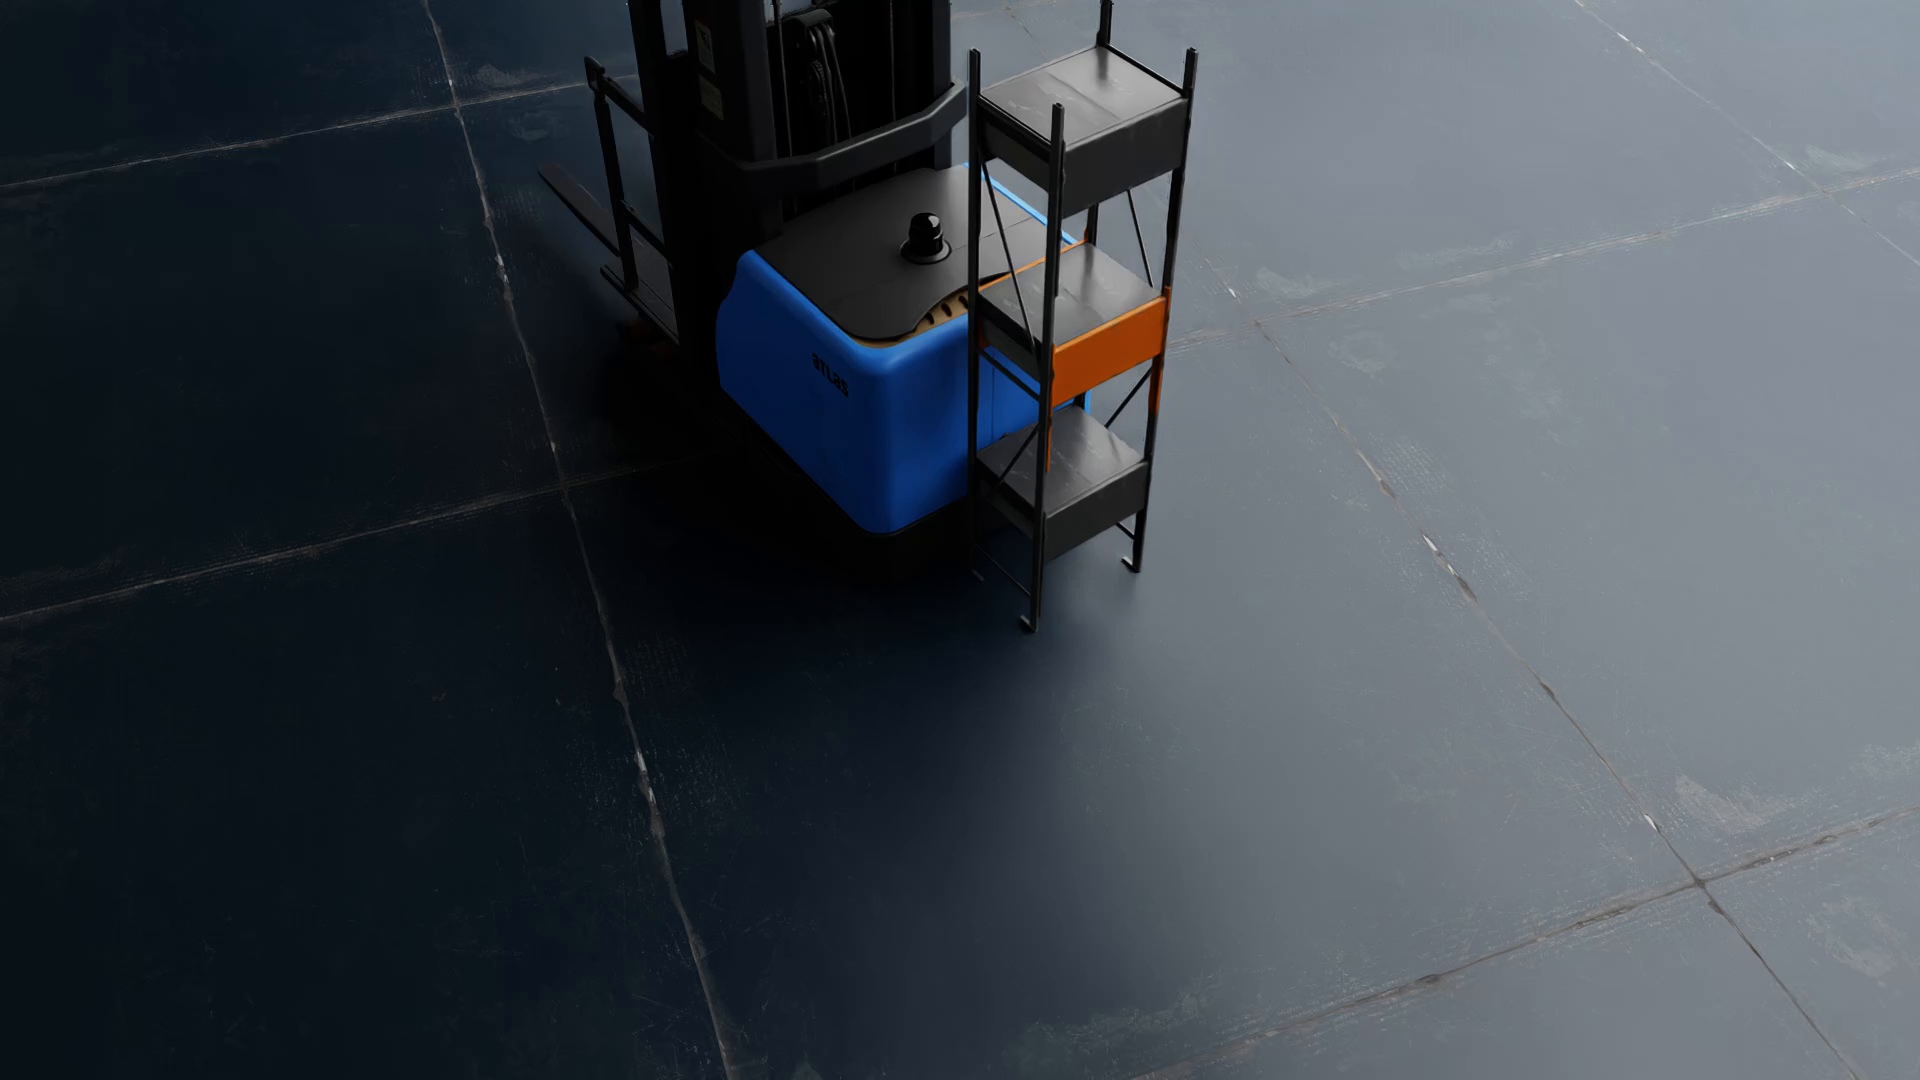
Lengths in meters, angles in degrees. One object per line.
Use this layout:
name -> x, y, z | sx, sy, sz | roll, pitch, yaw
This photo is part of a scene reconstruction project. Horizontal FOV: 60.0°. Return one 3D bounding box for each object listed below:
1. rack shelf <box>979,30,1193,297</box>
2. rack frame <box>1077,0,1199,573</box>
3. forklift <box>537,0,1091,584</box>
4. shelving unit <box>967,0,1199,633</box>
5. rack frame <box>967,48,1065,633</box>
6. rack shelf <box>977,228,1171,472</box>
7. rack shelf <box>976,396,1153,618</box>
rack shelf -> 0.347, -1.114, 4.909 | 0.480, 0.518, 0.431 | -28, 52, -25
rack frame -> 0.541, -0.734, 5.499 | 0.015, 2.100, 0.400 | -28, 52, -25
forklift -> -0.780, -1.878, 6.052 | 1.130, 2.935, 3.031 | -28, 51, -25
shelving unit -> 0.347, -0.629, 5.395 | 0.503, 2.100, 0.431 | -28, 52, -25
rack frame -> 0.153, -0.524, 5.290 | 0.015, 2.100, 0.400 | -28, 52, -25
rack shelf -> 0.347, -0.620, 5.404 | 0.480, 0.518, 0.431 | -28, 52, -25
rack shelf -> 0.347, -0.125, 5.900 | 0.480, 0.518, 0.431 | -28, 52, -25
